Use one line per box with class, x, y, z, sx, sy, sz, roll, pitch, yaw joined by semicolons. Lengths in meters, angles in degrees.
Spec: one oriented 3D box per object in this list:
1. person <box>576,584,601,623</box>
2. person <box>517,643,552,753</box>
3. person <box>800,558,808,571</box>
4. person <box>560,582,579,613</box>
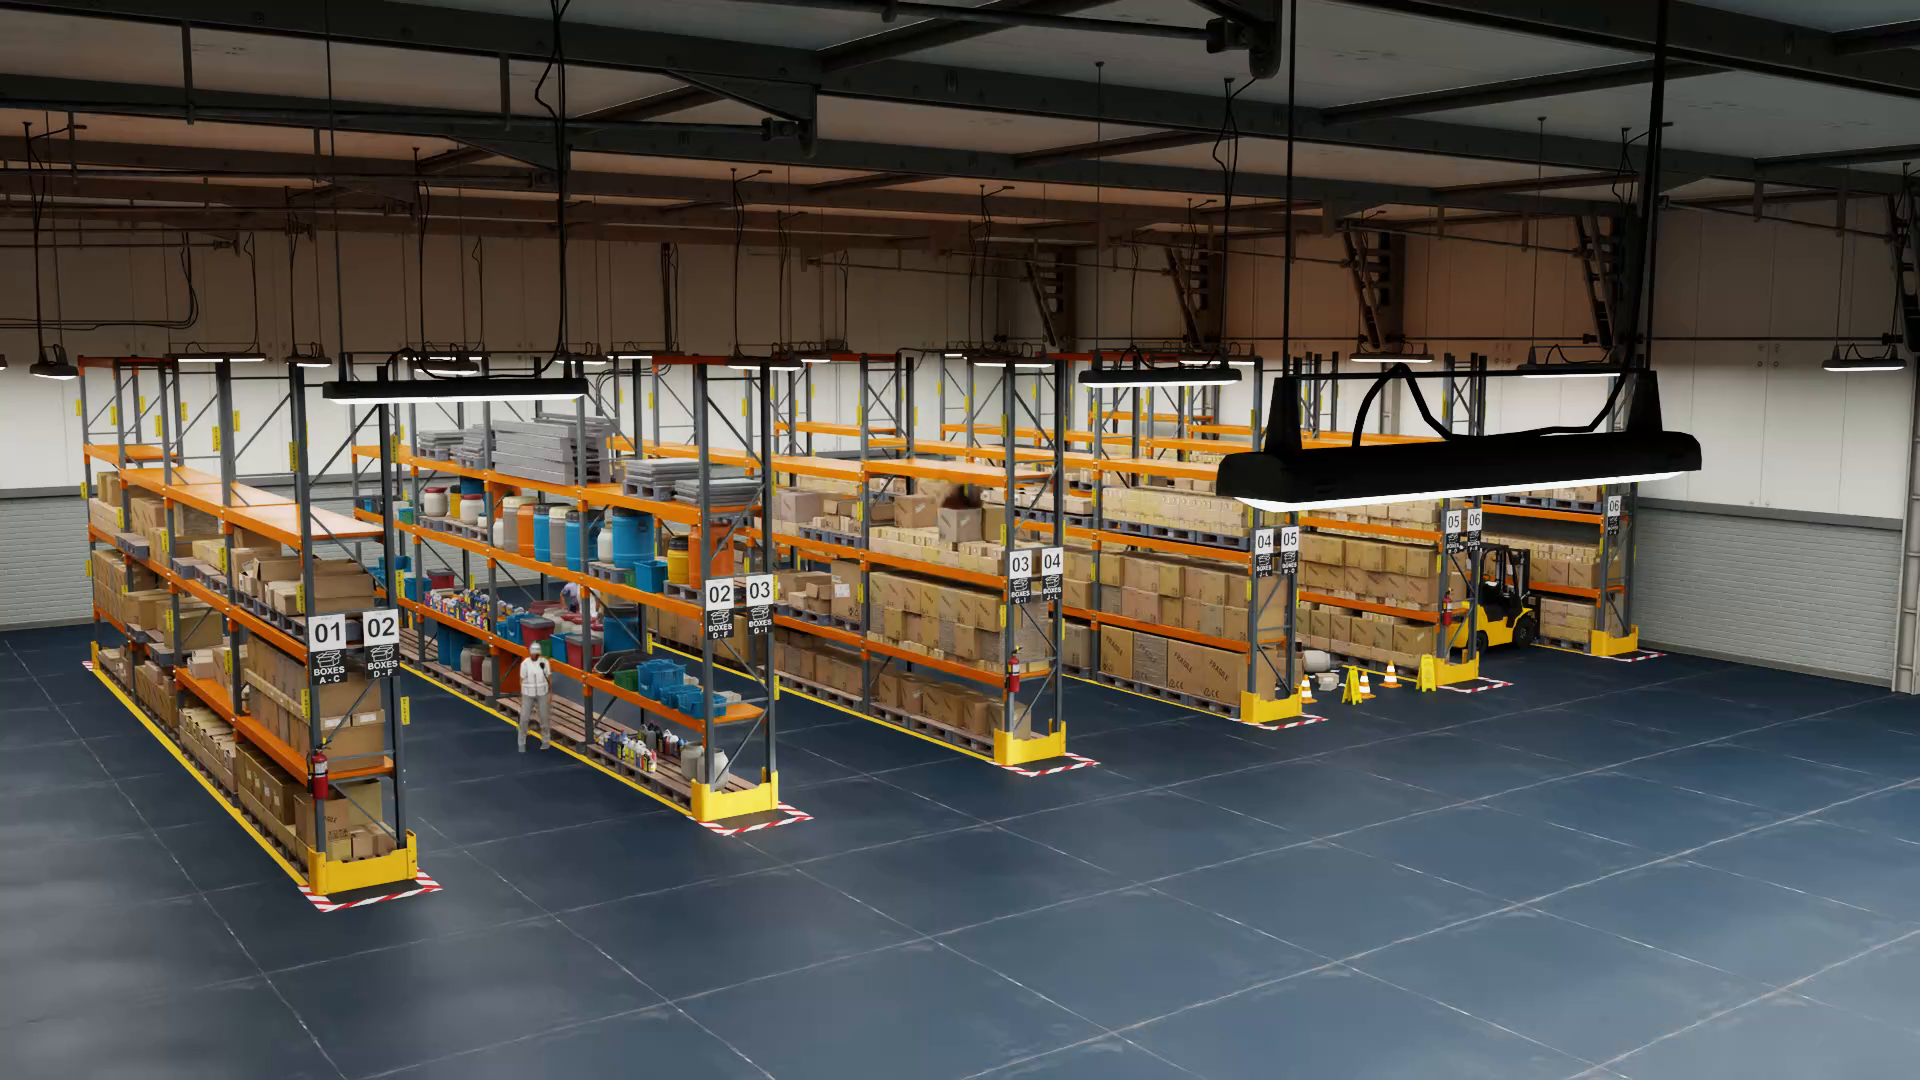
person;-7.342;1.464;32.768;0.570;1.792;0.437;4;8;28
person;-6.565;2.433;25.649;0.553;1.710;0.460;-2;7;-17
person;-4.327;0.106;44.541;0.466;1.638;0.609;2;7;15
person;-7.779;1.448;33.776;0.662;1.652;0.806;-2;7;-18
